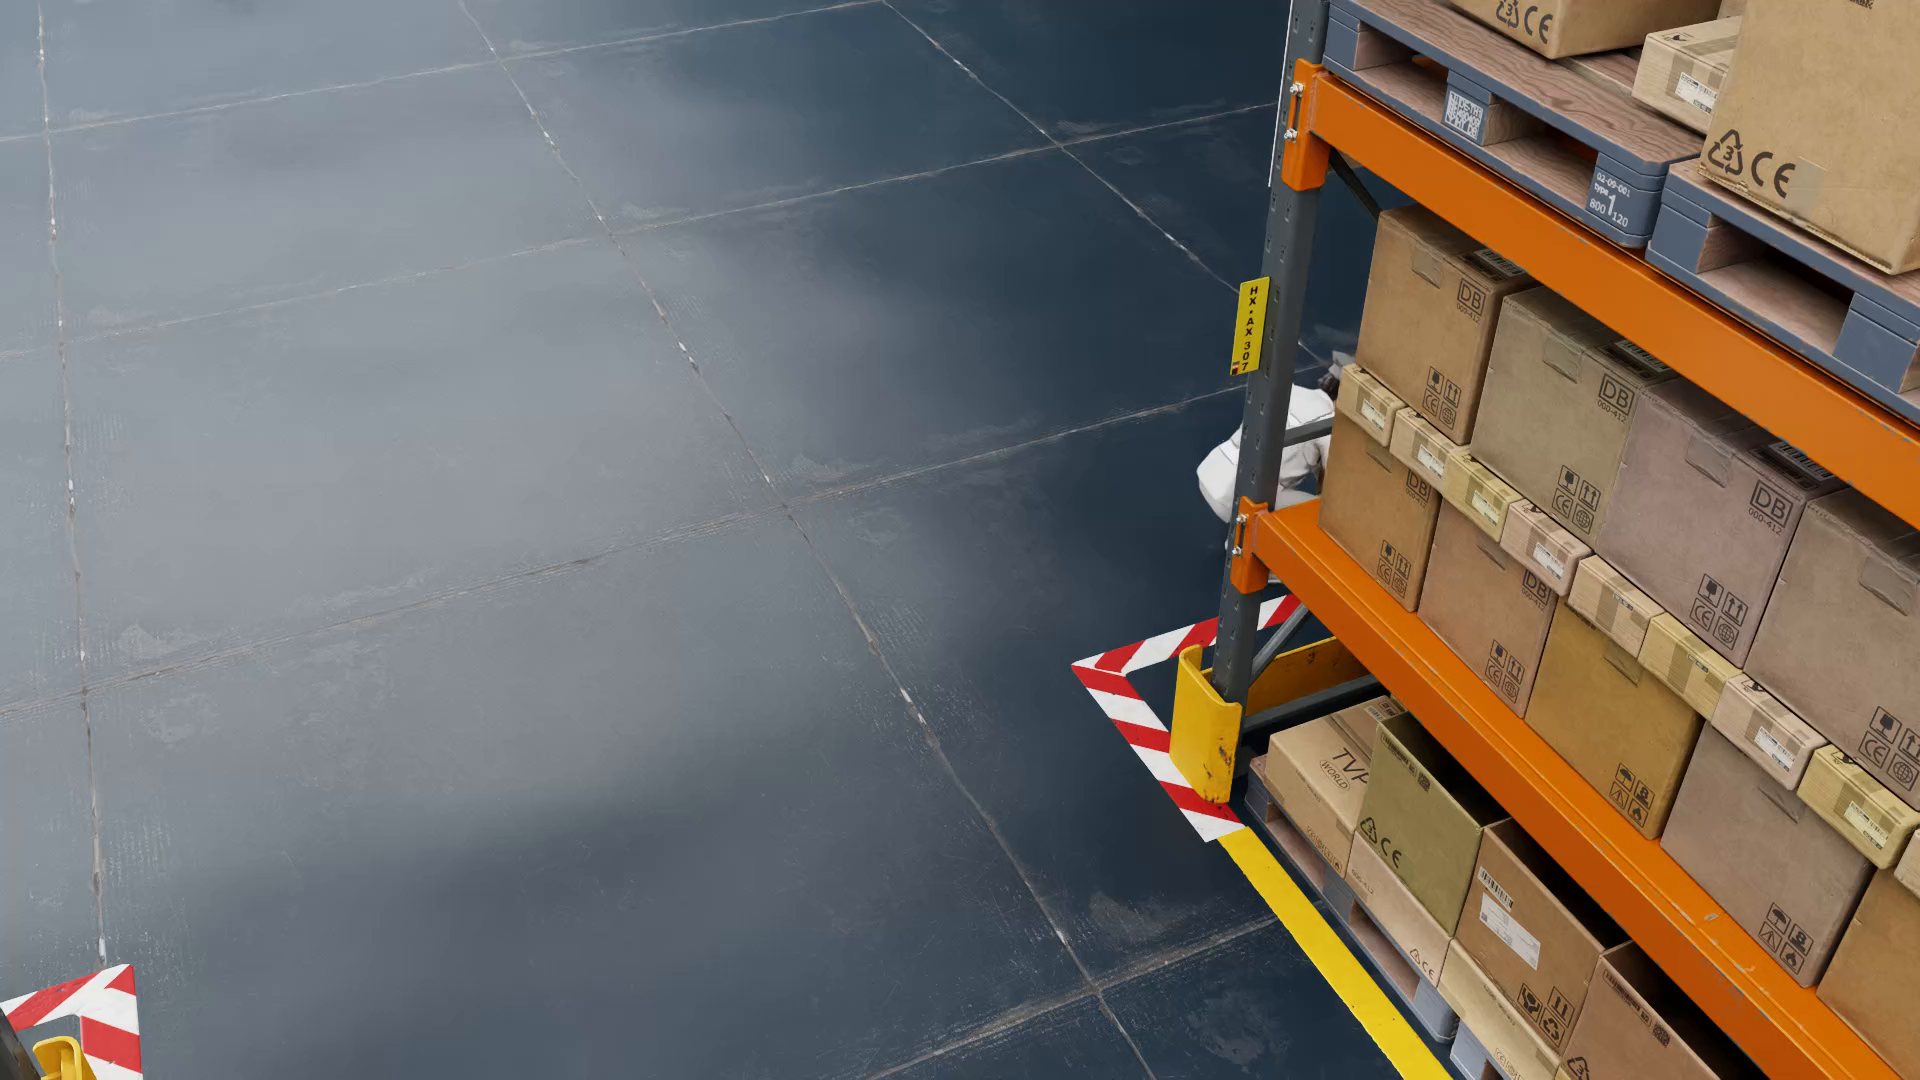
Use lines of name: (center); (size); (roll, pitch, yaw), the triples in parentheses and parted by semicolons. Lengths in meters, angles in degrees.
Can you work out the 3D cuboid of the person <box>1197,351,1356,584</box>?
person: (1.427, -0.320, 7.151); (0.826, 0.965, 0.503); (-11, 39, -14)
